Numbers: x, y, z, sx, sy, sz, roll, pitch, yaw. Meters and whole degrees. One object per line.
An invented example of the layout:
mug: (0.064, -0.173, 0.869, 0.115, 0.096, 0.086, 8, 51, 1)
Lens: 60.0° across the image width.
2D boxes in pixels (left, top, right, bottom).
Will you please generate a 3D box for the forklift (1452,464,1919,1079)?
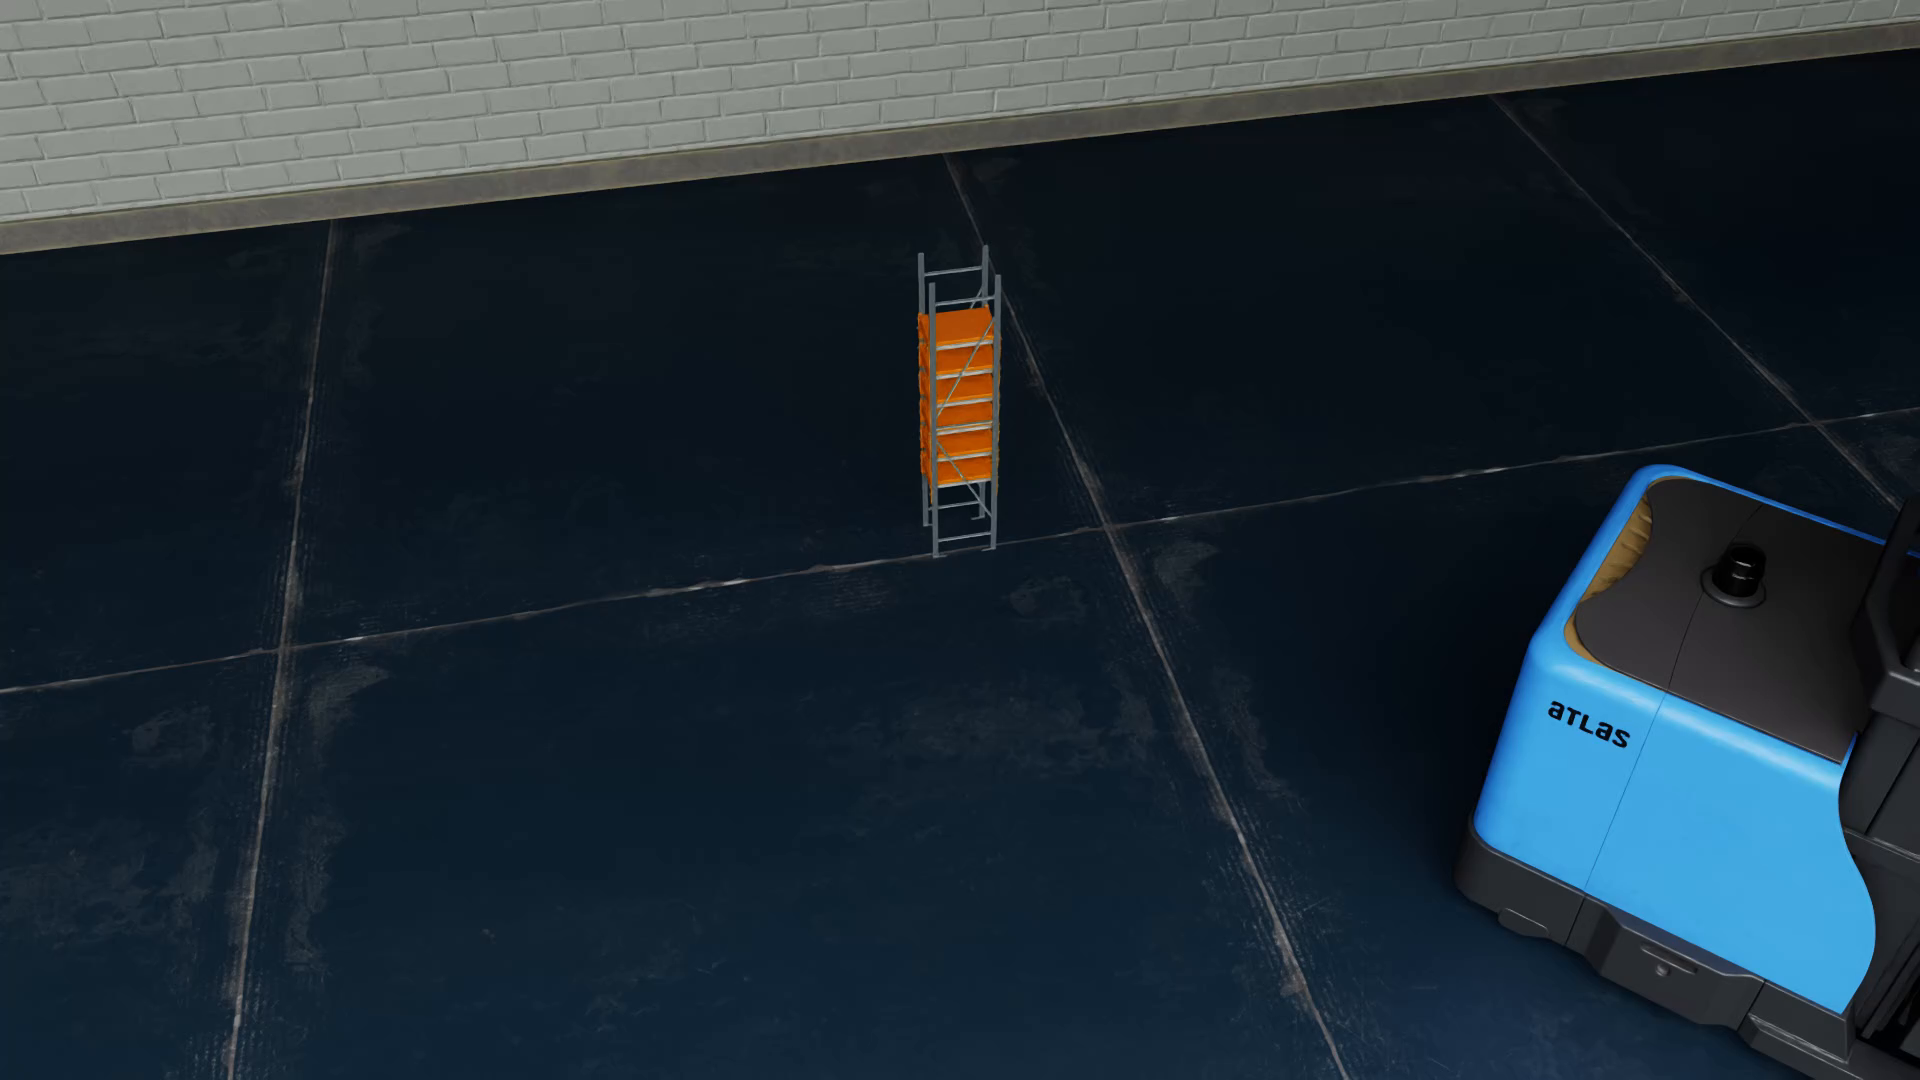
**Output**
forklift: (2.982, 0.279, 3.728, 3.031, 2.935, 1.130, 25, 47, 25)

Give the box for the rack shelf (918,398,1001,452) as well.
rack shelf: (-0.003, -0.425, 5.892, 0.258, 0.103, 0.180, -8, 42, -9)

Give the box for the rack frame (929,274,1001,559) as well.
rack frame: (0.017, -0.399, 5.795, 0.240, 1.200, 0.006, -8, 42, -9)

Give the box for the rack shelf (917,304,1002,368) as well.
rack shelf: (-0.003, -0.694, 5.653, 0.258, 0.103, 0.180, -8, 42, -9)

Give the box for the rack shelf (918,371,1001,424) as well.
rack shelf: (-0.003, -0.515, 5.812, 0.258, 0.103, 0.180, -8, 42, -9)

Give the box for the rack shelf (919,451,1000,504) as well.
rack shelf: (-0.003, -0.245, 6.051, 0.258, 0.103, 0.180, -8, 42, -9)

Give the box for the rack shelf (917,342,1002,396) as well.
rack shelf: (-0.003, -0.604, 5.732, 0.258, 0.103, 0.180, -8, 42, -9)

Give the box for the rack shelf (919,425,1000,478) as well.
rack shelf: (-0.003, -0.335, 5.971, 0.258, 0.103, 0.180, -8, 42, -9)

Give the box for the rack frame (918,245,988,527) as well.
rack frame: (-0.023, -0.517, 5.929, 0.240, 1.200, 0.006, -8, 42, -9)

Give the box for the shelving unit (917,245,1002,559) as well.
shelving unit: (-0.003, -0.458, 5.862, 0.258, 1.200, 0.189, -8, 42, -9)
